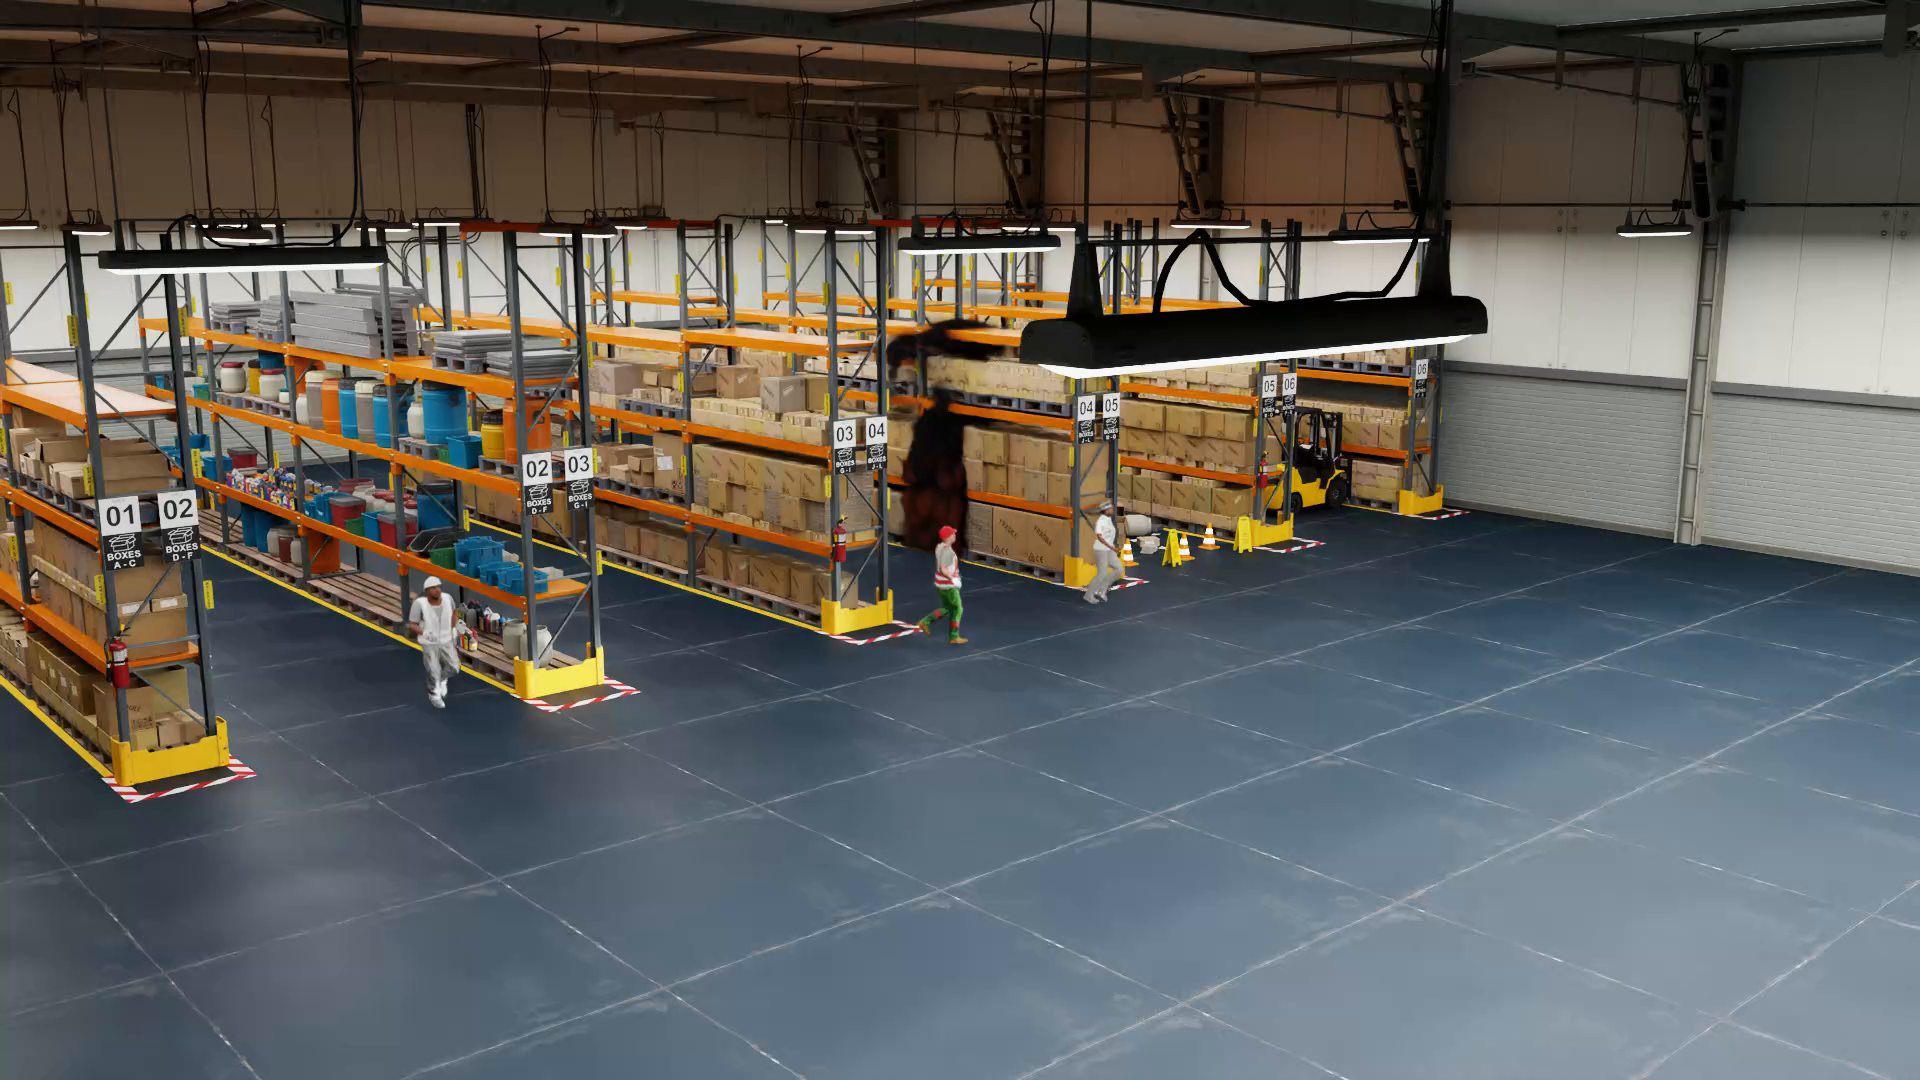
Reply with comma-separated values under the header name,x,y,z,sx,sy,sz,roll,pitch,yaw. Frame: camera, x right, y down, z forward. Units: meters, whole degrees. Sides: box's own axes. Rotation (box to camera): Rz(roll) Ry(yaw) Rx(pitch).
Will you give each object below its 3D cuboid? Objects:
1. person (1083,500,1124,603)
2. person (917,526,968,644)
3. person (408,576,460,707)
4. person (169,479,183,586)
name,x,y,z,sx,sy,sz,roll,pitch,yaw
person,2.357,0.168,26.869,0.597,1.645,0.638,4,12,21
person,-0.239,0.664,24.156,0.744,1.766,0.682,-3,12,-13
person,-6.620,1.301,21.109,0.687,1.722,0.612,-9,15,-38
person,-13.259,-0.125,28.095,0.794,1.853,0.638,9,14,38
